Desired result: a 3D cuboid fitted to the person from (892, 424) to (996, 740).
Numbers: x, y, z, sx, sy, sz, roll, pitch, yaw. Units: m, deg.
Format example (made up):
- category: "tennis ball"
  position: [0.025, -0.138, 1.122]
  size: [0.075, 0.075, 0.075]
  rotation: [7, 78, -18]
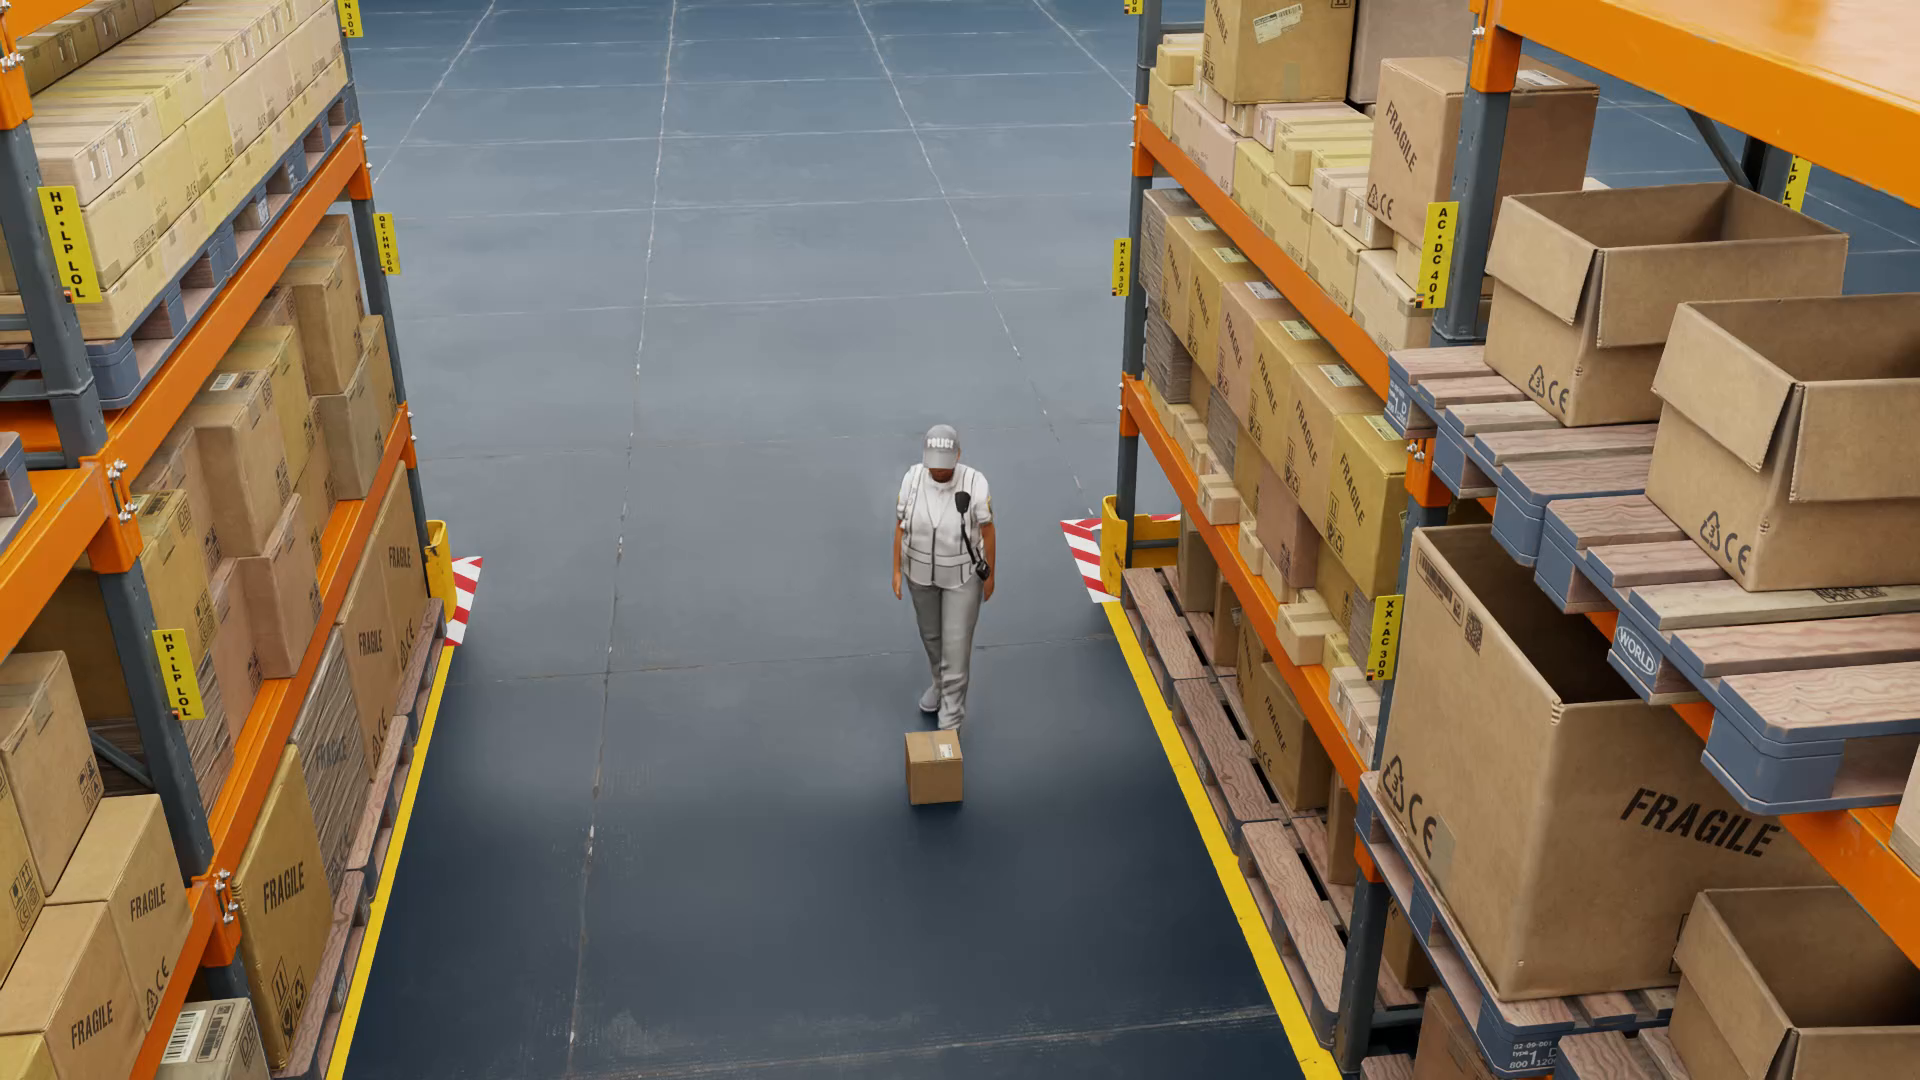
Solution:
- category: "person"
  position: [-0.123, 0.221, 8.181]
  size: [0.501, 1.650, 0.760]
  rotation: [8, 28, 15]
